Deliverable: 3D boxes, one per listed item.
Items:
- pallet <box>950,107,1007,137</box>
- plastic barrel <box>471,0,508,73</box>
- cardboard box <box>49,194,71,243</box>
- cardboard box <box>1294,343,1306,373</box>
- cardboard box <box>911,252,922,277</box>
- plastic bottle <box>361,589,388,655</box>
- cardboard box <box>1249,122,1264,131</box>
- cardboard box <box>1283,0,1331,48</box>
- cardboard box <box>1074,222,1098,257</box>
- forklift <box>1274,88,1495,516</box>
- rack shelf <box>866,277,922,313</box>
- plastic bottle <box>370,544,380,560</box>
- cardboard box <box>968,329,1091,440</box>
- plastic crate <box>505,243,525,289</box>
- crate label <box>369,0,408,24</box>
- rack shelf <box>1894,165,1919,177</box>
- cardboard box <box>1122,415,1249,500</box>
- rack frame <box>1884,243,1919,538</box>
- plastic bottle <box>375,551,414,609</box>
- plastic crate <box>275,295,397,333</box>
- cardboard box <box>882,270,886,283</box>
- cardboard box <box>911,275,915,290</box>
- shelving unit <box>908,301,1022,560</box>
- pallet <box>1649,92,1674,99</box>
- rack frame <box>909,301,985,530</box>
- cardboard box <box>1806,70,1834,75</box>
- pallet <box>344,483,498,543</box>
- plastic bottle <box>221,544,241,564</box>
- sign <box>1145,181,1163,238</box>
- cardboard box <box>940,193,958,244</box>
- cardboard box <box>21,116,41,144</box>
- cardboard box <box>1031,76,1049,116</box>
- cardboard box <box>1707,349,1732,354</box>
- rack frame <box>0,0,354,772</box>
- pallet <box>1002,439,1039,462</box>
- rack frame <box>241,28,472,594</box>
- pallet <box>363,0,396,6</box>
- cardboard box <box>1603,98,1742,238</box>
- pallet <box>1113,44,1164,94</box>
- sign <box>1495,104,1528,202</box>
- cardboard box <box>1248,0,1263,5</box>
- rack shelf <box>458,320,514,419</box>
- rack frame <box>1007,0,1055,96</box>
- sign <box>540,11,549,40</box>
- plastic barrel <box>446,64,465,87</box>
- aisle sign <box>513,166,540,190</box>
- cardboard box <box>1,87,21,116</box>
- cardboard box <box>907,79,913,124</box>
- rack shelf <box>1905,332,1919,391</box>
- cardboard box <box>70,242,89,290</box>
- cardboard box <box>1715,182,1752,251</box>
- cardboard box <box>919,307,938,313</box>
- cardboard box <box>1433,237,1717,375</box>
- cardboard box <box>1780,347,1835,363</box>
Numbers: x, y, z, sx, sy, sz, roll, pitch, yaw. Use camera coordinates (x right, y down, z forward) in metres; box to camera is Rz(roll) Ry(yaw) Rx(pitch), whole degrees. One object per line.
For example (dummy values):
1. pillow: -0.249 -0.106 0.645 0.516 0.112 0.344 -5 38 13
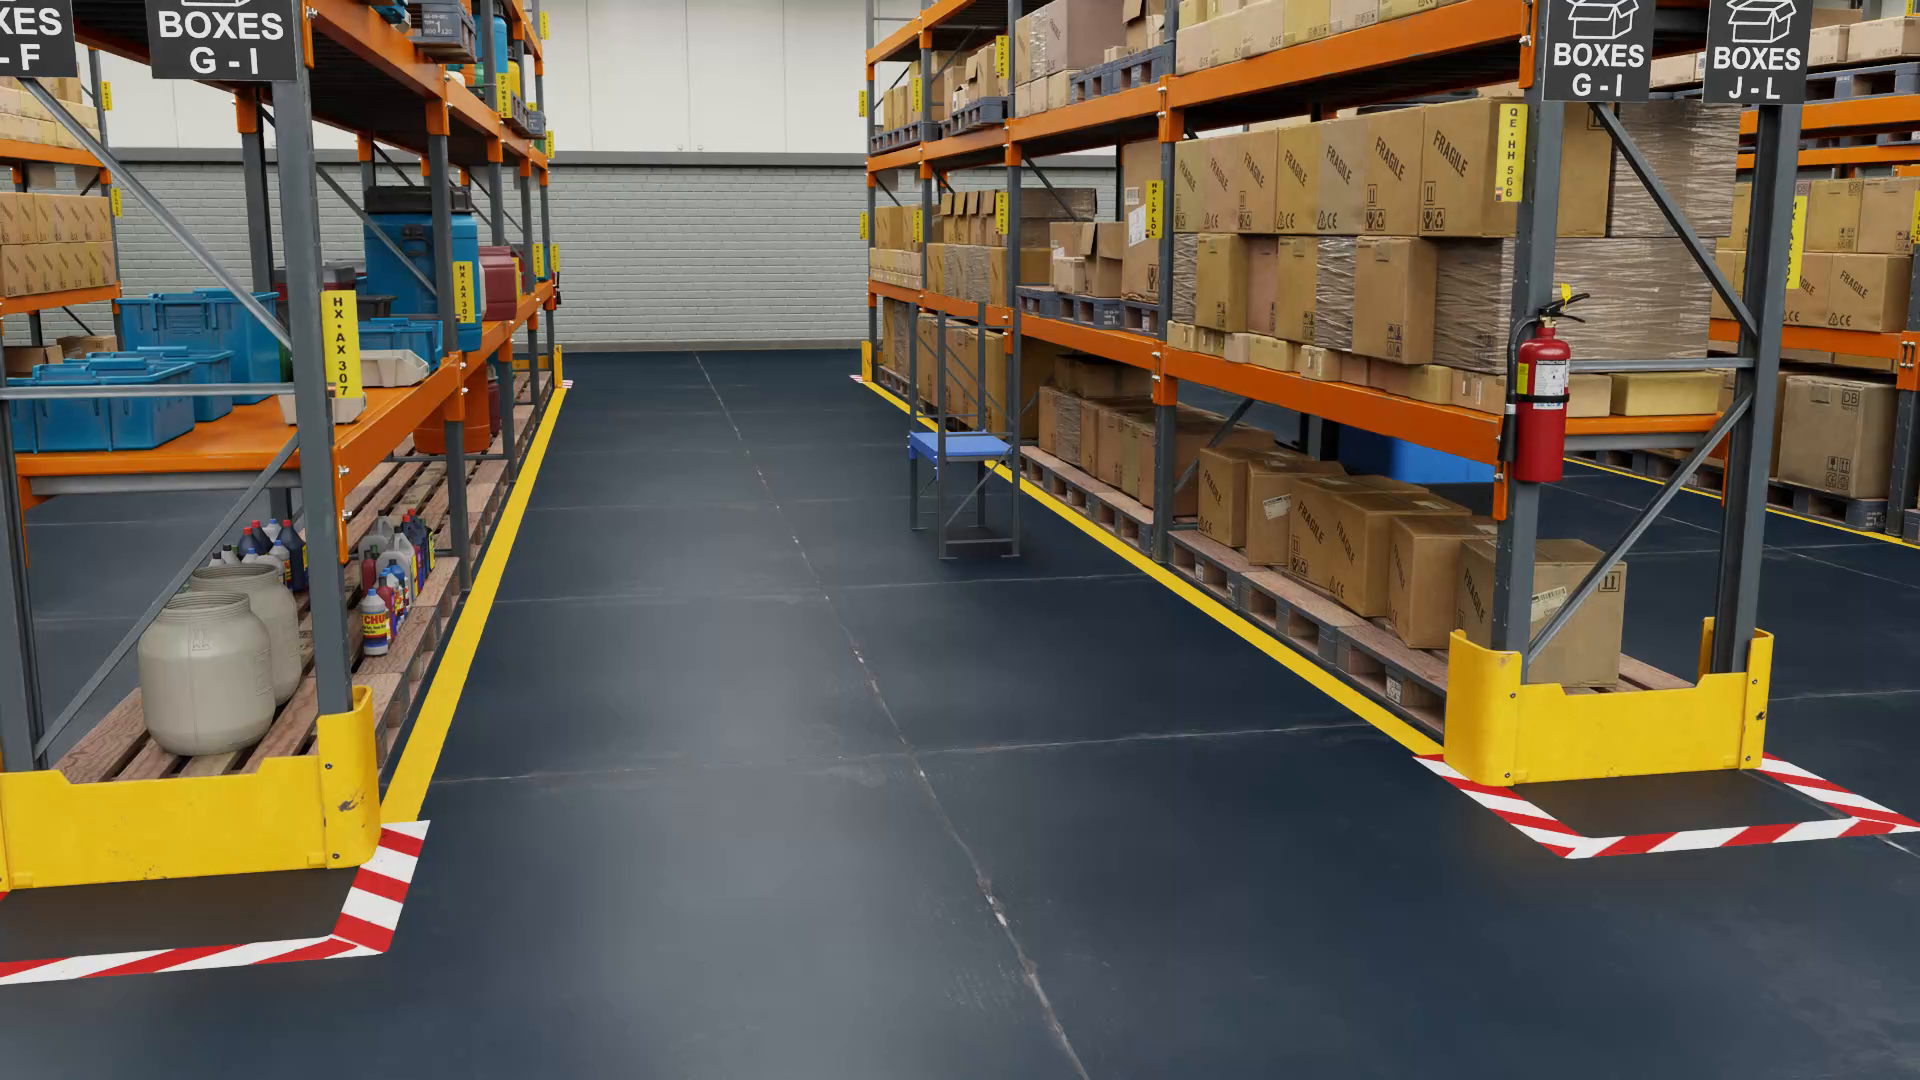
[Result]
1. pallet: 0.485 -3.788 15.060 1.003 0.211 1.213 -2 11 -8
2. plastic barrel: -4.272 -4.258 14.562 0.600 0.901 0.708 -2 11 -11
3. cardboard box: -9.731 -3.381 17.496 0.500 0.500 0.500 -2 11 -9
4. cardboard box: 1.805 -0.860 7.865 0.380 0.149 0.250 -2 11 -11
5. cardboard box: -0.239 -2.964 17.851 0.500 0.250 0.500 -2 11 -12
6. plastic bottle: -2.467 0.341 7.001 0.097 0.271 0.097 0 11 0
7. cardboard box: 4.044 -5.269 21.399 0.500 0.250 0.500 -2 11 -10
8. cardboard box: 1.801 -2.376 7.536 0.500 0.250 0.500 -2 11 -12
9. cardboard box: 1.233 -2.145 12.555 0.700 0.500 0.500 0 11 -3
10. forklift: 3.163 -1.792 12.271 1.130 2.935 3.031 -1 11 -8
11. rack shelf: -0.285 -2.833 19.484 1.077 0.370 4.000 -2 11 -11
12. plastic bottle: -2.785 0.156 7.942 0.061 0.283 0.133 -2 11 -11
13. cardboard box: 0.769 -1.376 14.464 1.225 0.875 0.875 -3 11 -14
14. plastic crate: -4.682 -2.874 17.440 0.402 0.464 0.583 -2 11 -11
15. crate label: -2.460 -2.195 6.580 0.502 0.251 0.408 -2 11 -11
16. rack shelf: 14.304 -4.848 22.049 1.077 0.370 4.000 -2 11 -11
17. cardboard box: 1.488 -0.542 11.033 0.700 0.500 0.500 -2 11 -11
18. rack frame: 6.545 -1.515 10.631 1.000 3.000 0.127 -2 11 -11
19. plastic bottle: -2.662 0.181 7.829 0.152 0.276 0.135 -2 11 -10
20. plastic crate: -3.221 -1.041 8.312 0.767 0.338 0.504 -2 11 -11
21. cardboard box: -0.727 -3.165 19.973 0.380 0.149 0.250 -2 11 -12
22. cardboard box: -0.327 -2.788 17.993 0.380 0.149 0.250 -2 11 -10
23. shelving unit: 0.017 -0.721 10.474 0.538 1.500 1.048 -2 11 -11
24. pallet: 5.945 -3.513 13.613 1.213 0.211 1.003 -2 11 -8
25. rack frame: -0.082 -0.814 10.964 0.500 1.500 0.032 -2 11 -11
26. cardboard box: 5.989 -3.513 11.958 0.500 0.311 0.500 -3 11 -13
27. pallet: -3.630 -0.170 11.023 1.003 0.211 1.213 -2 11 -11
28. plastic bottle: -3.329 0.188 7.593 0.144 0.351 0.185 -2 11 -11
29. sign: 1.117 -1.901 9.563 0.100 0.325 0.005 -2 11 -11
30. cardboard box: 0.237 -3.245 16.773 0.797 0.503 0.637 -2 11 -12
31. cardboard box: -9.654 -4.142 16.815 0.500 0.250 0.500 -2 11 -11
32. cardboard box: 0.823 -3.297 12.373 0.500 0.250 0.500 -2 11 -10
33. cardboard box: 5.797 -1.234 14.053 1.050 0.750 0.750 -2 11 -12
34. rack frame: -2.420 -0.439 4.980 1.000 3.000 0.127 -2 11 -11
35. pallet: 0.803 -0.864 14.670 1.003 0.211 1.213 -2 11 -11
36. rack frame: -3.198 -1.173 8.835 1.000 3.000 0.127 -2 11 -11
37. pallet: -2.485 -1.975 5.533 1.003 0.211 1.213 -2 11 -11
38. cardboard box: 2.599 -1.416 6.378 0.500 0.500 0.500 -2 11 -11
39. pallet: 1.645 -2.851 10.133 1.213 0.211 1.003 -2 11 -11
40. sign: 1.890 -1.327 5.702 0.100 0.325 0.005 -2 11 -11
41. cardboard box: 1.628 -2.685 8.095 0.380 0.149 0.250 -2 11 -12
42. rack shelf: -3.587 -1.186 10.829 1.077 0.370 4.000 -2 11 -11
43. rack frame: 0.882 -5.033 13.075 1.000 3.000 0.127 -2 11 -11
44. sign: -4.996 -6.185 19.988 0.100 0.325 0.005 -2 11 -11
45. plastic barrel: -3.500 -3.087 11.241 0.301 0.262 0.301 0 11 0
46. aisle sign: -5.259 -4.674 20.280 0.394 0.787 0.004 -2 11 -11
47. cardboard box: -9.563 -4.296 16.285 0.500 0.250 0.500 -2 11 -11
48. cardboard box: -0.207 -4.838 18.413 0.700 0.500 0.500 -2 11 -8
49. rack shelf: 6.934 -0.794 8.771 1.077 0.370 4.000 -2 11 -11
50. cardboard box: -9.841 -2.984 18.085 0.500 0.500 0.500 -2 11 -11
51. cardboard box: 6.146 -2.425 12.475 0.700 0.500 0.500 -2 11 -12
52. cardboard box: 0.055 -2.106 18.301 0.875 0.875 0.875 -2 11 -11
53. cardboard box: 2.358 -0.916 6.425 0.875 0.500 0.500 -2 11 -11
54. cardboard box: 10.024 -2.232 18.961 0.875 0.875 0.875 -2 11 -9
